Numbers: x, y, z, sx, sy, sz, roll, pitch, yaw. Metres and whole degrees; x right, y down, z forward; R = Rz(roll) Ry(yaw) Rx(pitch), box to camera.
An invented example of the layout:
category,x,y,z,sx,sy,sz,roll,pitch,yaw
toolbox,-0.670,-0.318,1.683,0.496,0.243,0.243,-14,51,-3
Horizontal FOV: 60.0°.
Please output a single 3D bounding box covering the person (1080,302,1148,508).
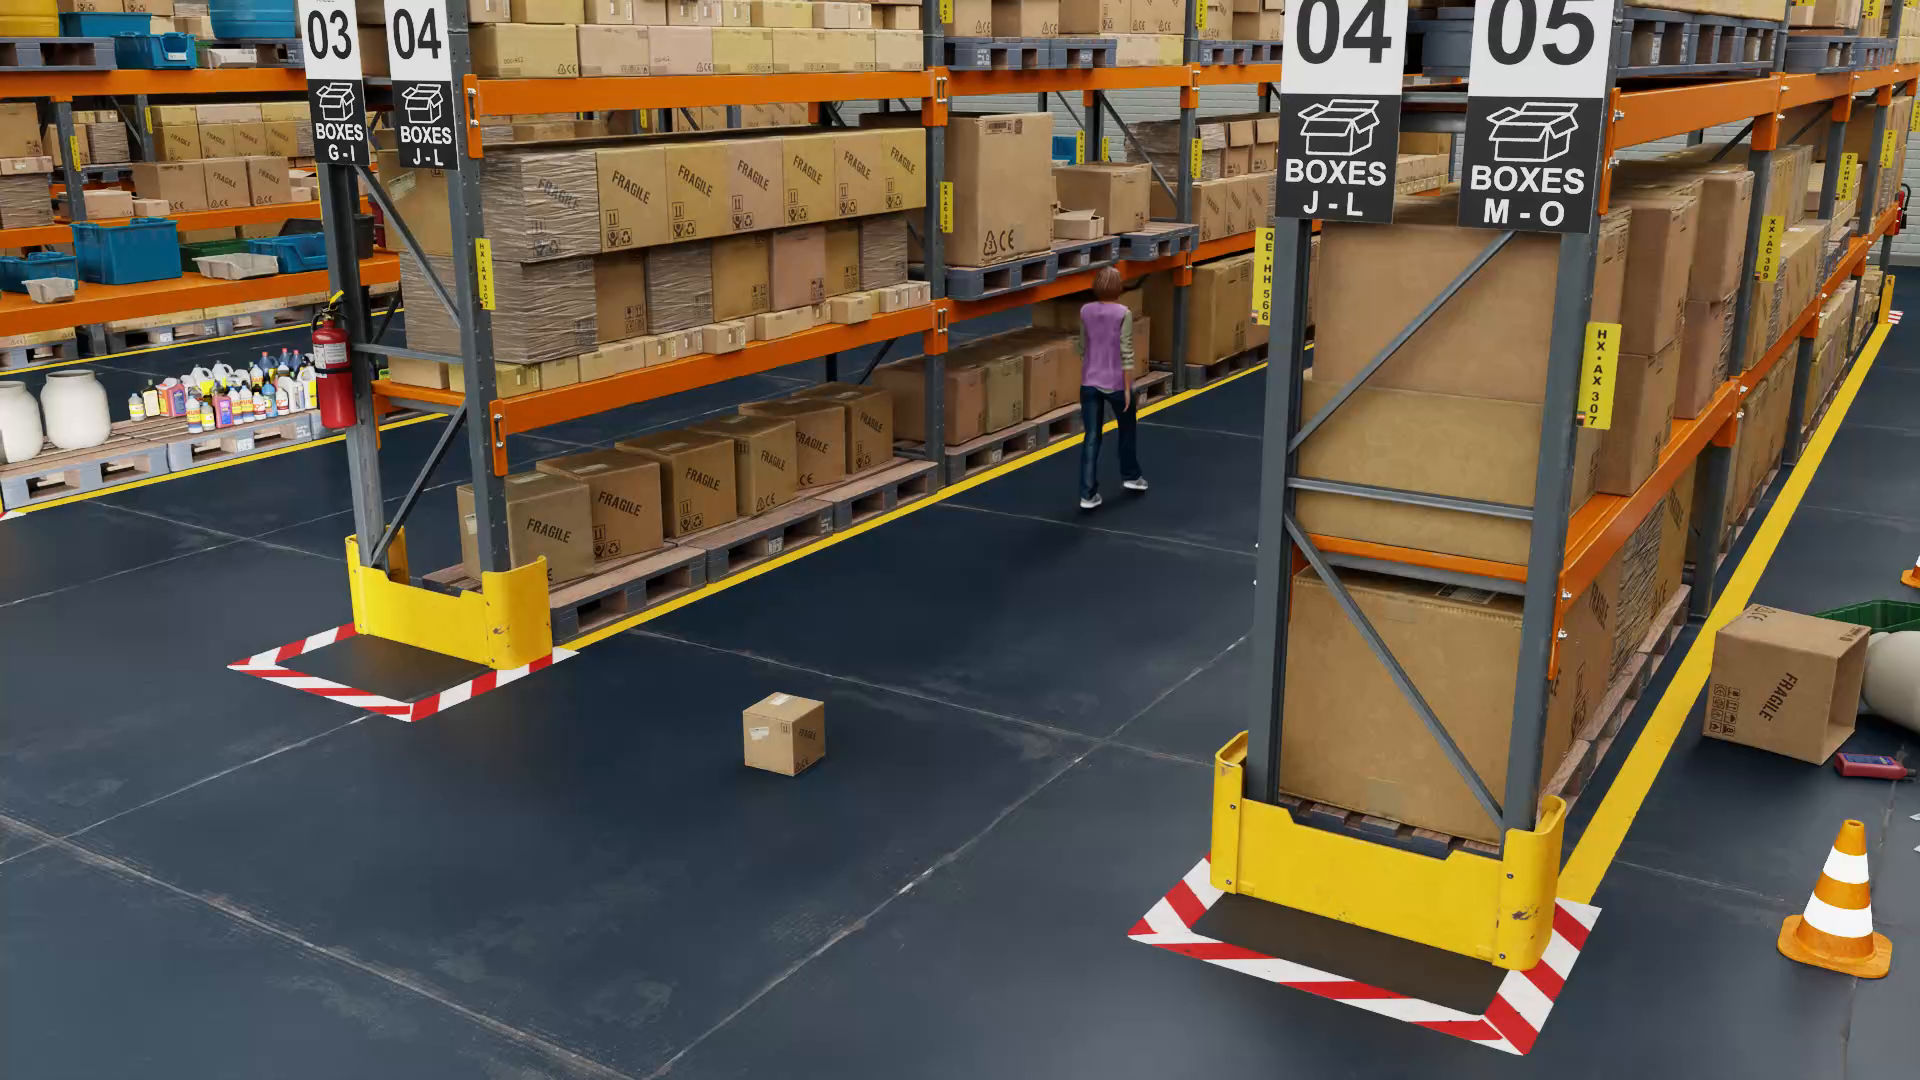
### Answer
category,x,y,z,sx,sy,sz,roll,pitch,yaw
person,1.001,-0.930,11.056,0.351,1.343,0.807,7,18,23
